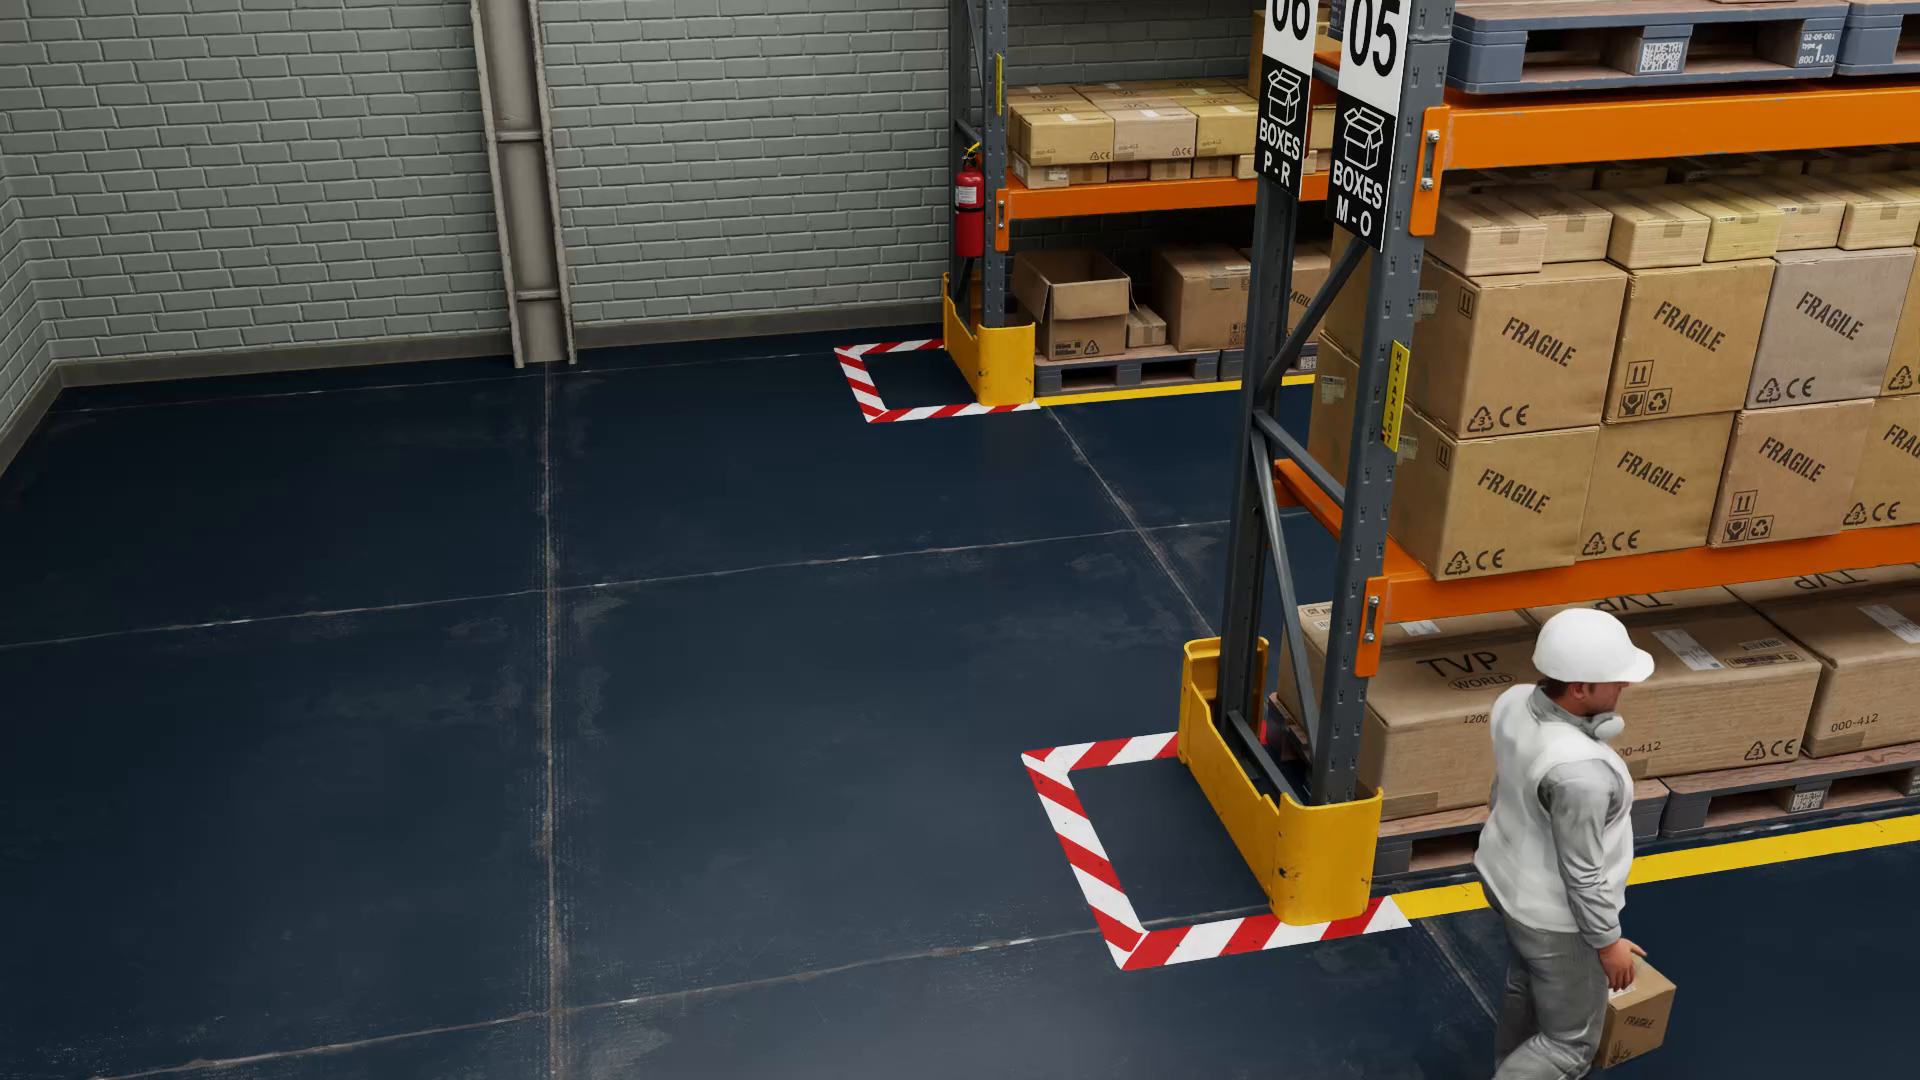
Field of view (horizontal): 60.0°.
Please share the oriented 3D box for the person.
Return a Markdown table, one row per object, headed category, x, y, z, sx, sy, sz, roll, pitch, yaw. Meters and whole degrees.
| category | x | y | z | sx | sy | sz | roll | pitch | yaw |
| --- | --- | --- | --- | --- | --- | --- | --- | --- | --- |
| person | 1.665 | 0.971 | 4.643 | 0.667 | 1.766 | 0.628 | -4 | 27 | -8 |
